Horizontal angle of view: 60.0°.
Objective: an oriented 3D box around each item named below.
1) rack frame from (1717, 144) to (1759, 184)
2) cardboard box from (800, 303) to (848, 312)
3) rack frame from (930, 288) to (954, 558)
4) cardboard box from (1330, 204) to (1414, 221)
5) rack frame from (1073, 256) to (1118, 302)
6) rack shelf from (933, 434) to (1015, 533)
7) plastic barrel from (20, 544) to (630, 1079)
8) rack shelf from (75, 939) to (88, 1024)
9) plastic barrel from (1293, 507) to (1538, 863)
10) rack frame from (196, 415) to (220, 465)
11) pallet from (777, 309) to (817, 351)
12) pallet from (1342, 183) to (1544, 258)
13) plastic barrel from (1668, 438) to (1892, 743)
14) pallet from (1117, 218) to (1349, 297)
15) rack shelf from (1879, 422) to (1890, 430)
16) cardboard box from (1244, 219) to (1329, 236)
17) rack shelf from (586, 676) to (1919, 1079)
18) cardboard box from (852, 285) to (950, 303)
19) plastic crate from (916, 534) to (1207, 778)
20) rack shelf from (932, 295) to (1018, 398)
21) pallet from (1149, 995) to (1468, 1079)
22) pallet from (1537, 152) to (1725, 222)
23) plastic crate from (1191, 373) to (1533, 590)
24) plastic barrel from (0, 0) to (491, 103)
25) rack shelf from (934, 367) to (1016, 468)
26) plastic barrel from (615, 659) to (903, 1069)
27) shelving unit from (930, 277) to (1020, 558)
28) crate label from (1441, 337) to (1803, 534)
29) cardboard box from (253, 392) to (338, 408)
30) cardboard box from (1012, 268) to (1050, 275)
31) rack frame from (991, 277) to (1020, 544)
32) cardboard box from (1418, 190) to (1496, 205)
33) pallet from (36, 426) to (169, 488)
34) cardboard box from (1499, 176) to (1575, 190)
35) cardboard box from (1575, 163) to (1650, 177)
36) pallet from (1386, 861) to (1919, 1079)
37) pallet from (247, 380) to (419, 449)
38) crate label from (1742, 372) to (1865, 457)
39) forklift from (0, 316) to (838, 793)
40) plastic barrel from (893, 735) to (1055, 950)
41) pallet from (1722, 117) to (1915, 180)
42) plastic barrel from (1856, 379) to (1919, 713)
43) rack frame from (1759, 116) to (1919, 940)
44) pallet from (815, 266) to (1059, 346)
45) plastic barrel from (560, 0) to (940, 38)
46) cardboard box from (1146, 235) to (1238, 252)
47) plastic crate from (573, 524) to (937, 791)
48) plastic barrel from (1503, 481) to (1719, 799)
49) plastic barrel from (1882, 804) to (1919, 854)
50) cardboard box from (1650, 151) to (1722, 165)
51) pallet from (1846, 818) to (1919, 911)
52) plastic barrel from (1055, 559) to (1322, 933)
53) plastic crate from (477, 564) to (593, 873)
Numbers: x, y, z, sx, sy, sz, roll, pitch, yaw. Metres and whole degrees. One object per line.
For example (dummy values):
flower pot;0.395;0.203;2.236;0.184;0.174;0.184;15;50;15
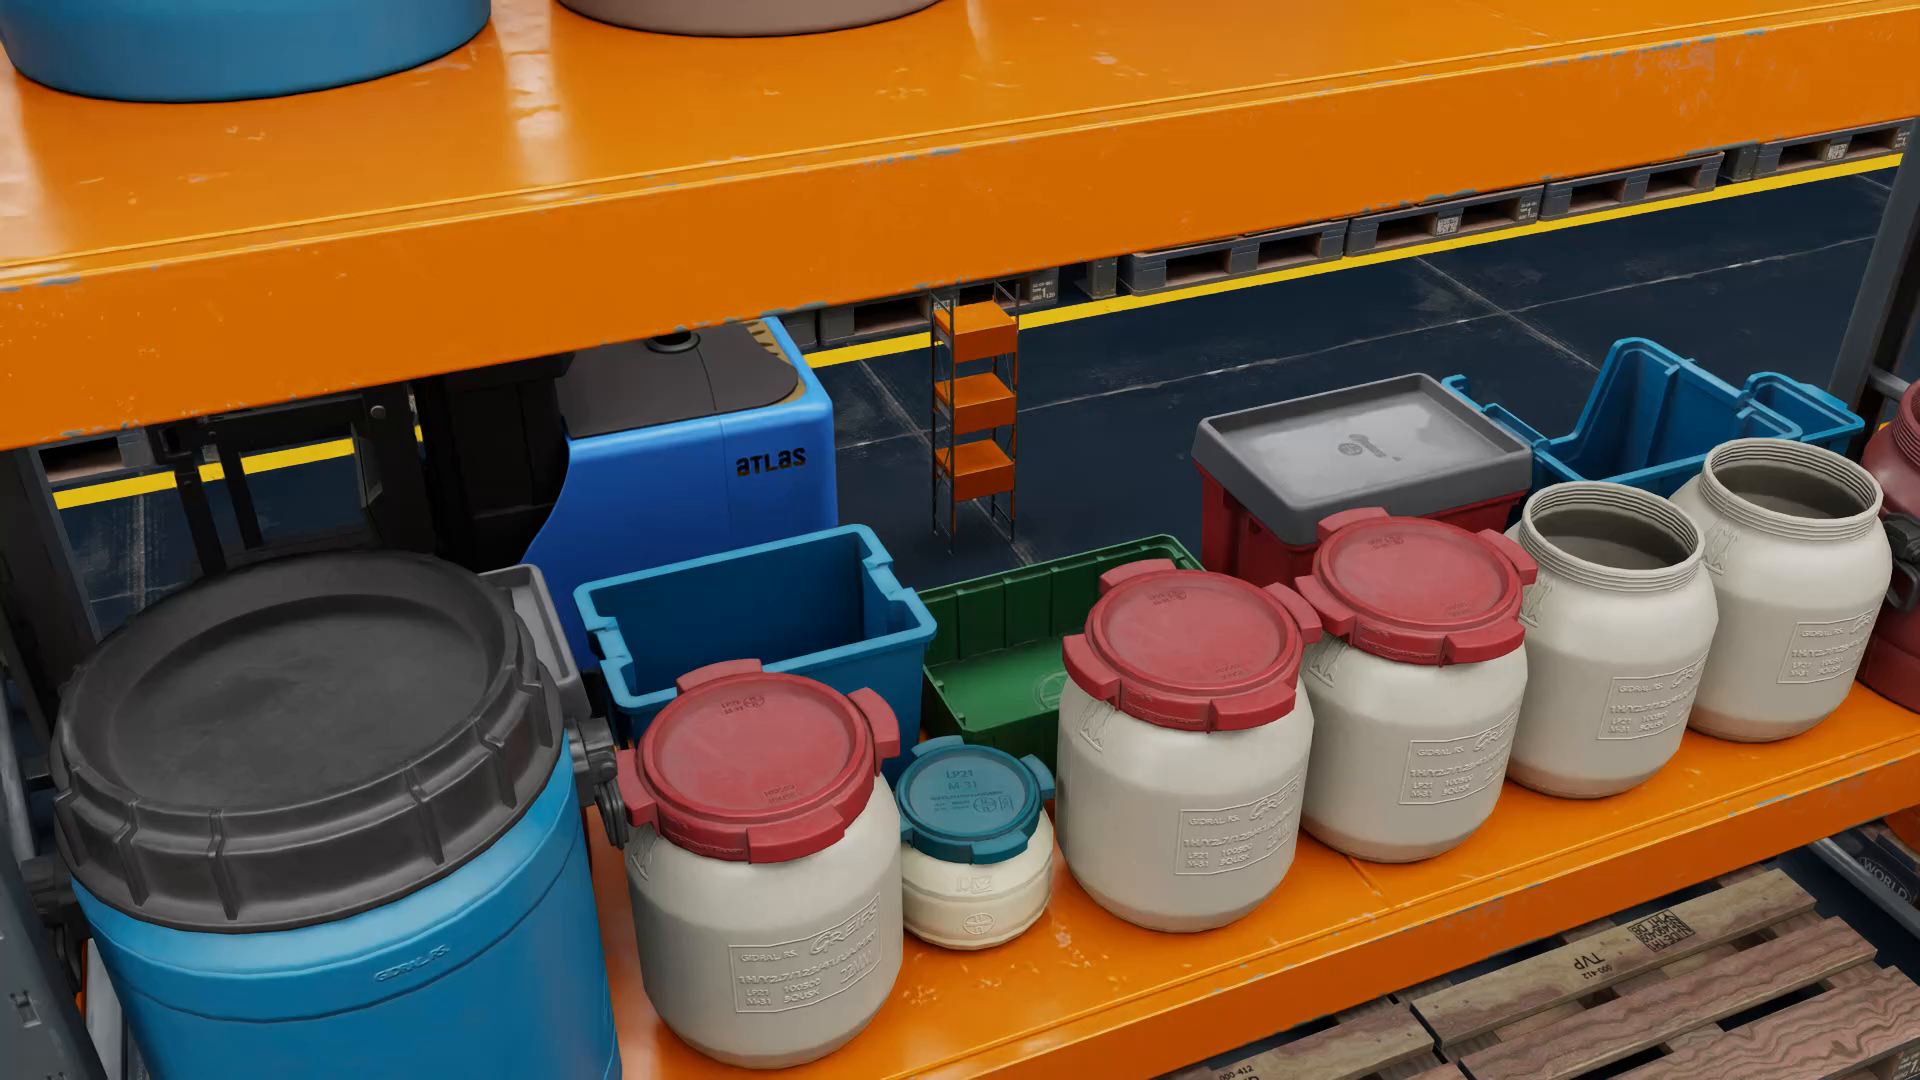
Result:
rack frame;4.194;-3.515;8.902;0.127;3.000;1.000;-13;35;-19
cardboard box;-0.823;-1.245;7.549;0.500;0.250;0.500;-12;35;-18
rack frame;-0.063;-0.426;5.941;0.008;1.050;0.200;-13;35;-19
cardboard box;1.982;-1.976;8.425;0.500;0.500;0.500;-13;35;-20
rack frame;0.506;-2.670;7.604;0.127;3.000;1.000;-13;35;-19
rack shelf;0.049;-0.210;6.138;0.240;0.259;0.215;-13;35;-19
plastic barrel;-0.794;0.526;2.231;0.708;0.901;0.600;-13;35;-19
rack shelf;-3.112;1.390;2.024;4.000;0.370;1.077;-13;35;-19
plastic barrel;0.775;0.271;2.959;0.433;0.535;0.433;0;33;0
rack frame;-3.182;-1.826;6.306;0.127;3.000;1.000;-13;35;-19
pallet;-1.391;-1.092;7.734;1.213;0.211;1.003;-13;35;-19
pallet;2.332;-1.896;8.970;1.213;0.211;1.003;-13;35;-19
plastic barrel;1.555;0.099;3.245;0.421;0.512;0.421;0;33;0
pallet;1.209;-1.640;8.577;1.213;0.211;1.003;-13;35;-19
rack shelf;4.264;-0.299;4.619;4.000;0.370;1.077;-13;35;-19
cardboard box;1.517;-1.873;8.266;0.500;0.500;0.500;-14;36;-21
rack shelf;0.576;0.545;3.321;4.000;0.370;1.077;-13;35;-19
cardboard box;-0.358;-1.349;7.710;0.500;0.250;0.500;-13;35;-19
plastic crate;0.229;0.245;3.317;0.662;0.188;0.450;-13;35;-19
rack shelf;0.049;-0.680;5.832;0.240;0.259;0.215;-13;35;-19
pallet;0.568;1.390;3.921;1.213;0.211;1.003;-13;35;-19
pallet;3.459;-2.155;9.369;1.213;0.211;1.003;-13;35;-19
plastic crate;0.812;-0.018;3.469;0.583;0.464;0.402;-13;35;-19
plastic barrel;-0.883;-1.018;1.854;0.708;0.901;0.600;-13;35;-19
rack shelf;0.049;-0.442;5.987;0.240;0.259;0.215;-13;35;-19
plastic barrel;-0.301;0.517;2.580;0.433;0.535;0.433;0;33;0
shelving unit;0.049;-0.451;5.981;0.252;1.050;0.215;-13;35;-19
crate label;1.400;-0.120;3.651;0.616;0.435;0.502;-13;35;-19
cardboard box;-2.714;-0.810;6.880;0.500;0.250;0.500;-14;35;-20
cardboard box;0.116;-1.460;7.880;0.500;0.250;0.500;-12;35;-18
rack frame;0.162;-0.477;6.021;0.008;1.050;0.200;-13;35;-19
cardboard box;2.461;-2.089;8.599;0.500;0.500;0.500;-14;36;-21
pallet;-3.931;-0.510;6.840;1.213;0.211;1.003;-13;35;-19
cardboard box;2.929;-2.197;8.765;0.500;0.500;0.500;-12;35;-18
cardboard box;3.391;-2.303;8.928;0.500;0.500;0.500;-13;35;-19
pallet;1.691;1.134;4.313;1.213;0.211;1.003;-13;35;-19
pallet;-2.518;-0.832;7.335;1.213;0.211;1.003;-13;35;-19
crate label;1.887;-0.208;3.973;0.416;0.233;0.303;-13;35;-19
forklift;-1.939;-0.706;4.647;3.031;2.935;1.130;-12;35;-17
plastic barrel;0.012;0.522;2.825;0.301;0.262;0.301;0;33;0
pallet;4.828;-2.490;9.884;1.213;0.211;1.003;-13;35;-19
plastic barrel;2.110;0.015;3.352;0.708;0.536;0.600;-13;35;-19
rack frame;2.420;-0.179;3.774;0.127;3.000;1.000;-13;35;-19
pallet;-0.268;-1.347;8.127;1.213;0.211;1.003;-13;35;-19
plastic barrel;-0.280;-1.156;2.066;0.600;0.901;0.600;0;33;0
cardboard box;1.037;-1.759;8.092;0.500;0.500;0.500;-11;35;-17
plastic crate;-0.371;0.283;3.079;0.575;0.384;0.392;-13;35;-19
plastic barrel;1.166;0.188;3.108;0.421;0.512;0.421;0;33;0
plastic barrel;2.865;0.443;4.423;0.708;0.830;0.600;-13;35;-19
cardboard box;3.850;-2.403;9.082;0.500;0.500;0.500;-13;35;-19
pallet;3.131;0.803;4.823;1.213;0.211;1.003;-13;35;-19
plastic barrel;0.376;0.362;2.818;0.433;0.535;0.433;0;33;0
plastic crate;-0.940;0.383;2.852;0.583;0.464;0.402;-13;35;-19
